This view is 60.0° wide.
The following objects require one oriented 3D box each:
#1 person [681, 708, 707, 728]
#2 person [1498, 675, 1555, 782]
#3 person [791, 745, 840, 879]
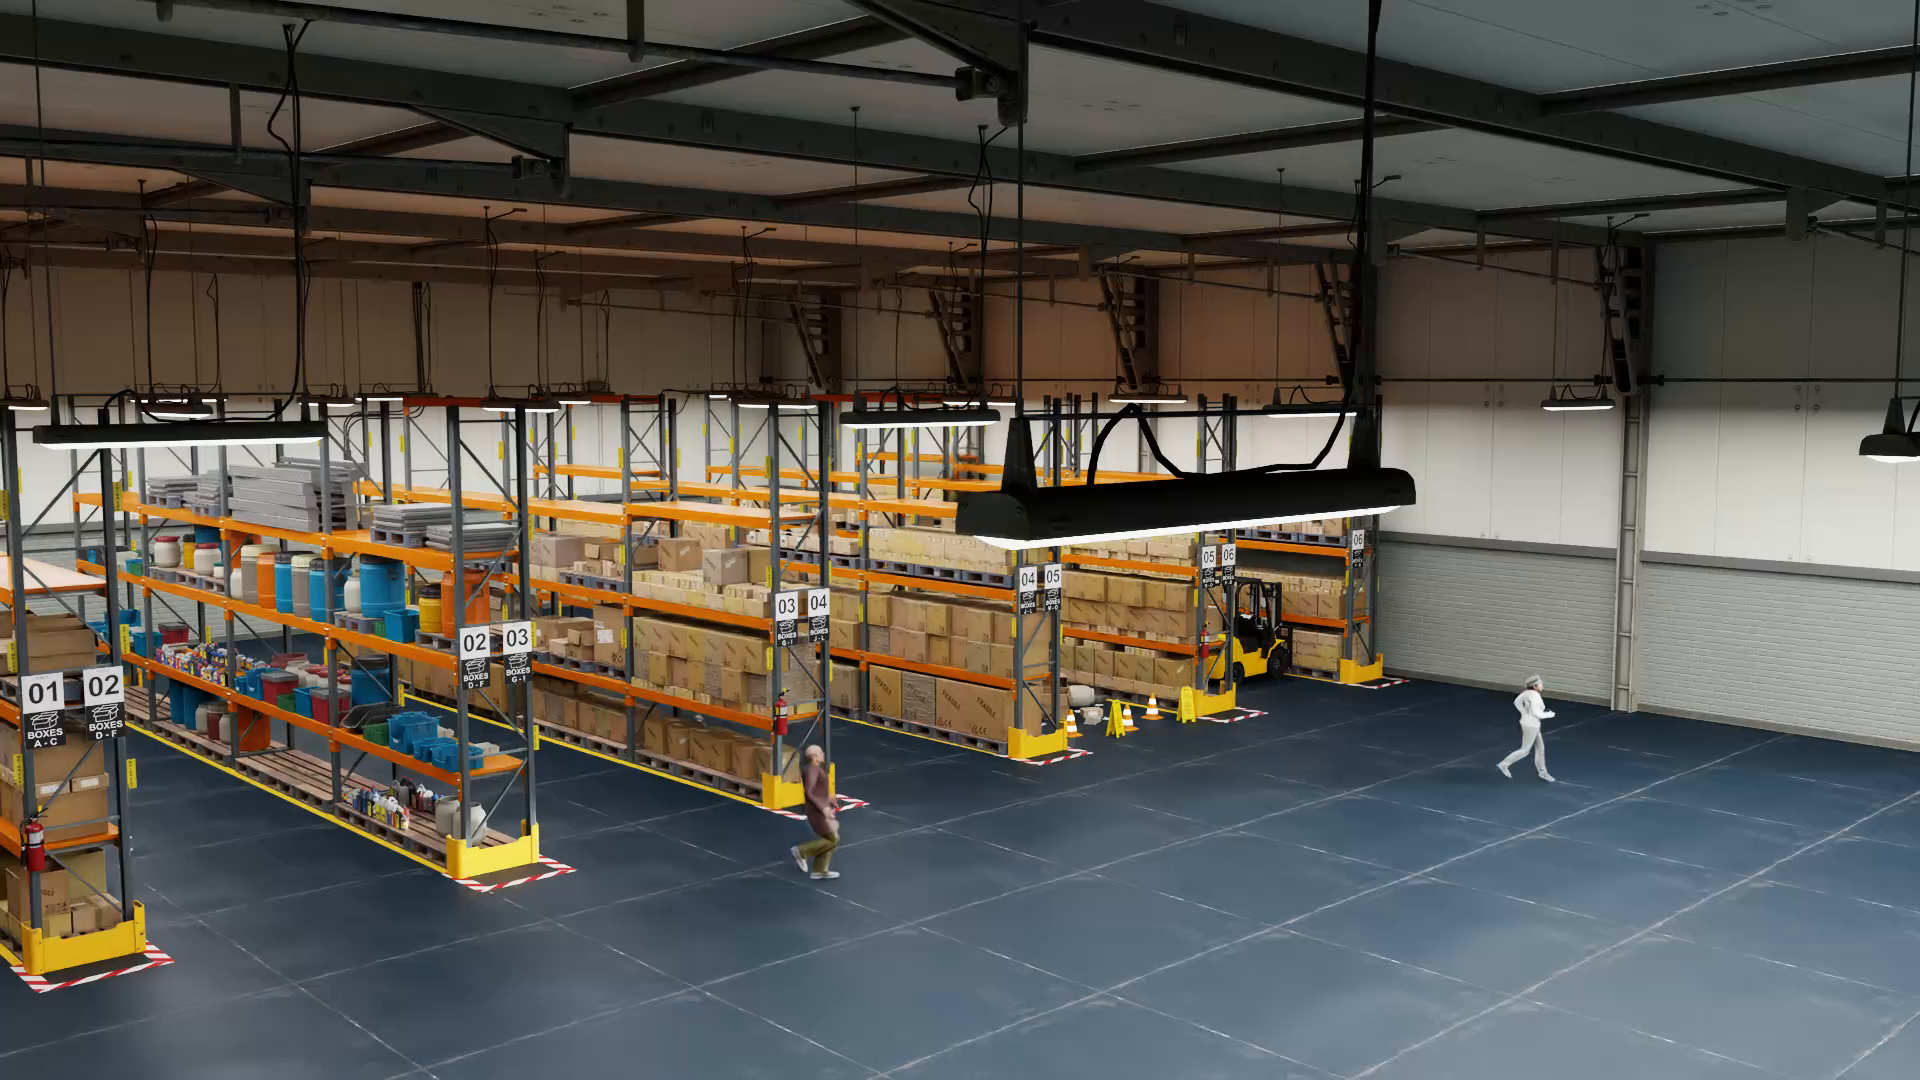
[{"bbox_3d":[-4.901,2.495,30.541,0.663,1.792,0.927,-5,8,-44],"label":"person"},{"bbox_3d":[8.926,2.960,26.169,0.937,1.717,0.622,1,6,6],"label":"person"},{"bbox_3d":[-1.840,3.445,21.048,0.631,1.726,0.726,-1,6,-11],"label":"person"}]
